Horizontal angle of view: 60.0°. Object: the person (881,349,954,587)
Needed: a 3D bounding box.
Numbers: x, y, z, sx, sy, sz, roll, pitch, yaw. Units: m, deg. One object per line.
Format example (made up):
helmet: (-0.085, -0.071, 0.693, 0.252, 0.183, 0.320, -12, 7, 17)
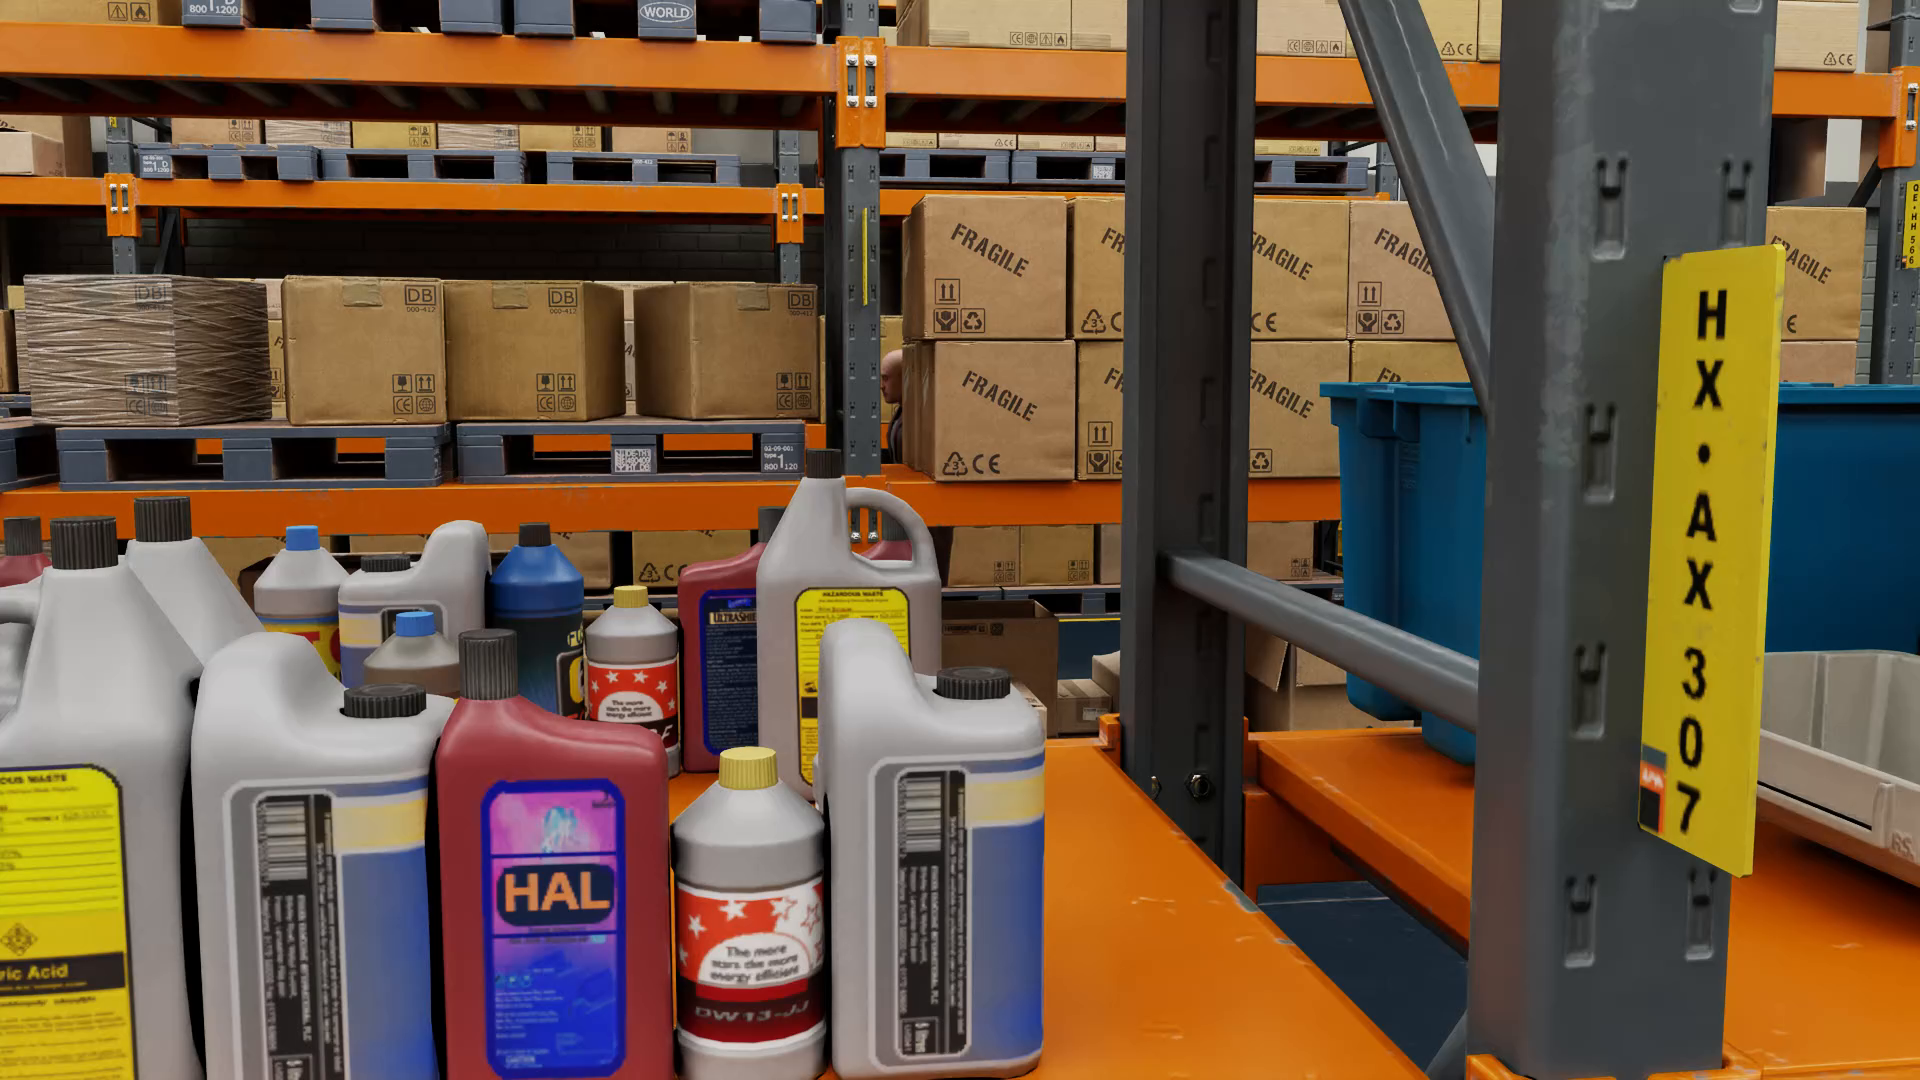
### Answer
person: (-0.227, -0.020, 7.952, 0.421, 1.774, 0.650, -1, 6, -12)
